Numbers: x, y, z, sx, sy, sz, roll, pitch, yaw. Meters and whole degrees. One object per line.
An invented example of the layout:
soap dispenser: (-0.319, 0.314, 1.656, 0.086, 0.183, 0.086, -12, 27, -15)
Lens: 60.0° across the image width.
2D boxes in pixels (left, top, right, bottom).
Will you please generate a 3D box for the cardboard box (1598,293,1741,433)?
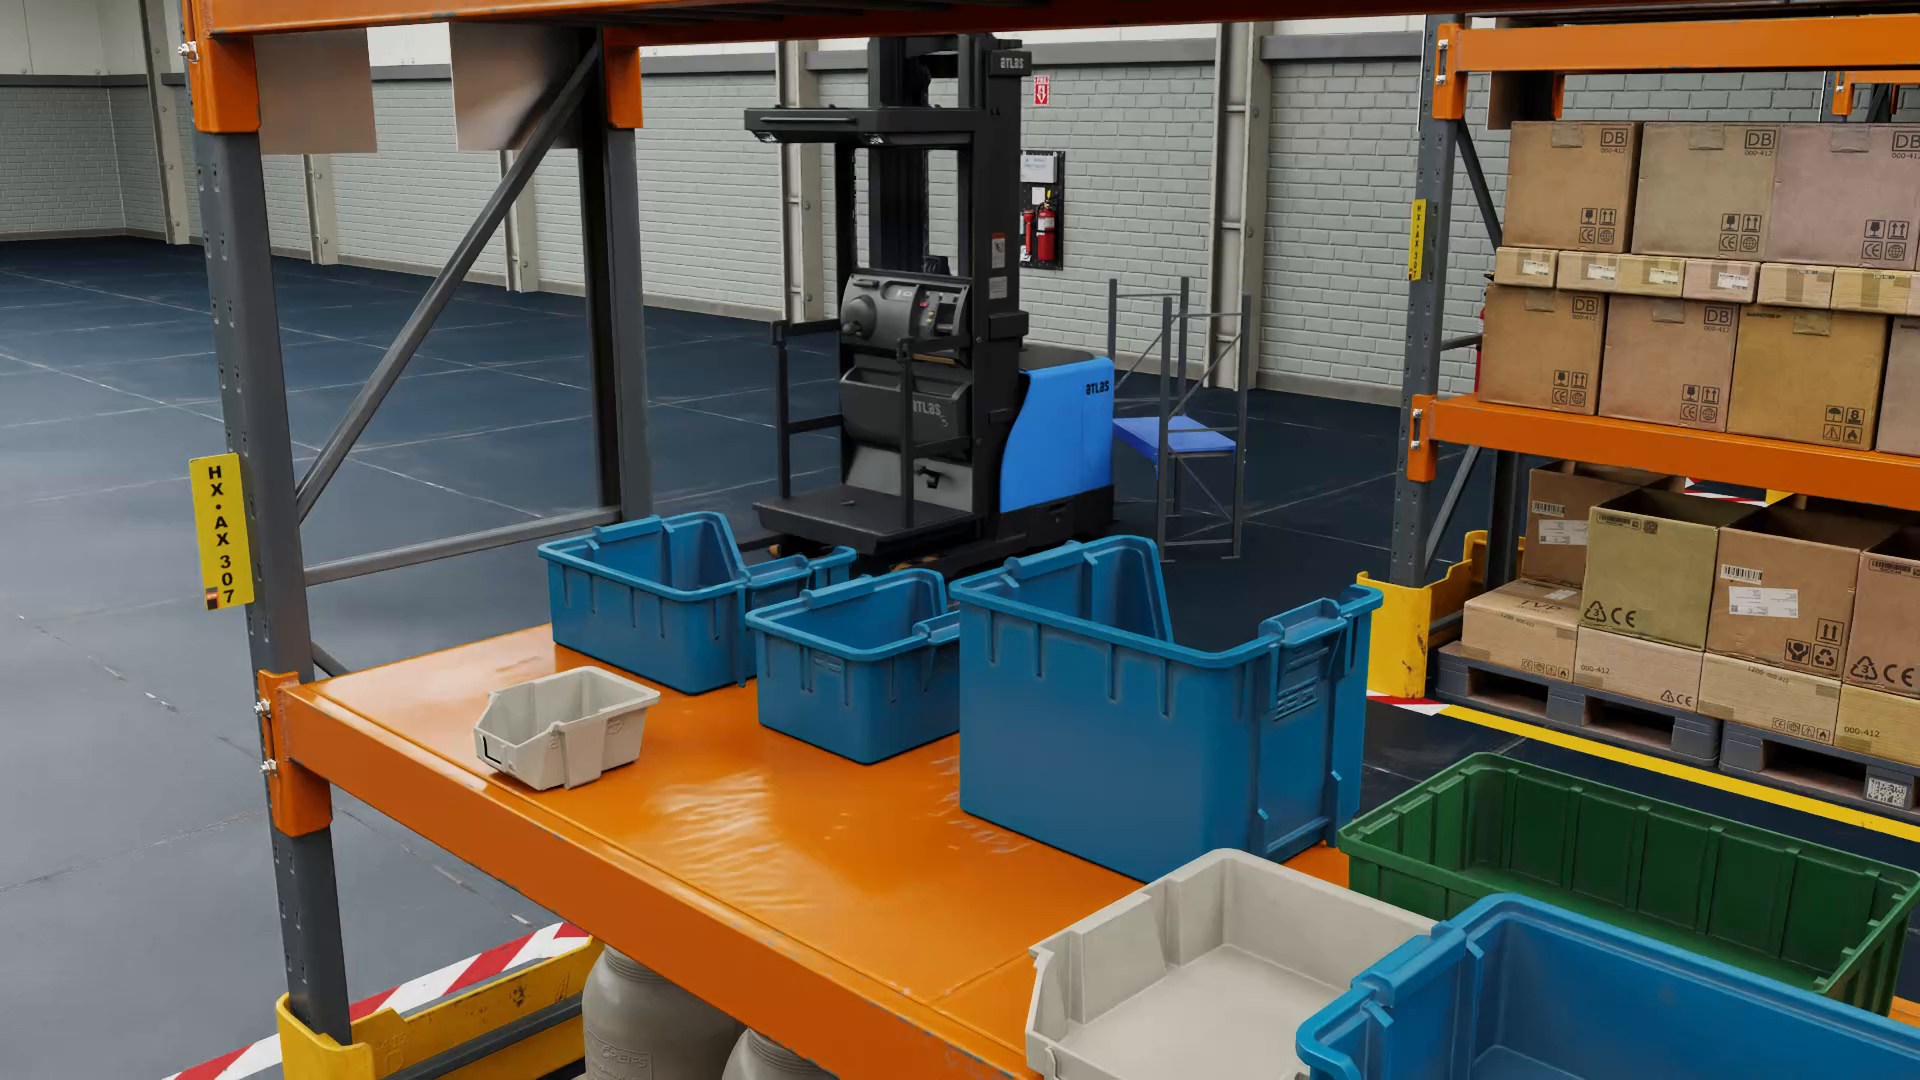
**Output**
cardboard box: (2.983, -0.754, 6.677, 0.700, 0.500, 0.500, -14, 20, -43)

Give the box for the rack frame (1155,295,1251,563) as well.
rack frame: (1.356, -0.611, 9.303, 0.500, 1.500, 0.032, -3, 15, -11)

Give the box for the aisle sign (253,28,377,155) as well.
aisle sign: (-1.422, -1.199, 3.430, 0.004, 0.787, 0.394, 14, 20, 42)

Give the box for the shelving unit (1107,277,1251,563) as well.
shelving unit: (1.252, -0.737, 9.785, 0.538, 1.500, 1.048, -3, 15, -11)

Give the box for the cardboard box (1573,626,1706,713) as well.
cardboard box: (2.868, 0.468, 6.807, 0.500, 0.250, 0.500, 14, 20, 42)

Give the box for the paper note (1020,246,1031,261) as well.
paper note: (0.663, -2.921, 16.942, 0.142, 0.148, 0.016, 14, 20, 42)

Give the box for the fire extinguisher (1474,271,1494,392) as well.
fire extinguisher: (2.511, -0.948, 7.774, 0.183, 0.674, 0.296, 14, 20, 42)

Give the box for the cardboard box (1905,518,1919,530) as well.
cardboard box: (3.956, 0.184, 6.409, 0.500, 0.500, 0.500, 14, 20, 42)

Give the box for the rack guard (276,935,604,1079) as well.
rack guard: (-1.079, 1.233, 4.210, 0.348, 0.500, 1.175, 14, 20, 42)

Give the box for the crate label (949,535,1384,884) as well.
crate label: (0.346, 0.274, 2.861, 0.616, 0.435, 0.502, 14, 20, 42)

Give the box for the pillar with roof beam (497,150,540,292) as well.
pillar with roof beam: (-9.132, -7.086, 19.282, 0.400, 9.000, 9.100, 14, 20, 42)

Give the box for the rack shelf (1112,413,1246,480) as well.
rack shelf: (1.252, -0.563, 9.830, 0.538, 0.185, 1.000, -3, 15, -11)

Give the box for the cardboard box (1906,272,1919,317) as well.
cardboard box: (3.513, -0.866, 5.820, 0.250, 0.149, 0.380, 14, 20, 43)

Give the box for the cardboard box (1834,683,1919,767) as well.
cardboard box: (3.584, 0.644, 6.131, 0.500, 0.250, 0.500, 14, 20, 42)

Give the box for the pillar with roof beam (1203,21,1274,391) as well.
pillar with roof beam: (-0.493, -4.986, 11.222, 0.400, 9.000, 9.100, 14, 20, 42)

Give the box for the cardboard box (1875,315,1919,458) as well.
cardboard box: (3.718, -0.574, 5.988, 0.700, 0.500, 0.500, -14, 20, -43)

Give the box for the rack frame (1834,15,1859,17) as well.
rack frame: (5.710, -4.683, 10.058, 0.127, 3.000, 1.000, 14, 20, 42)

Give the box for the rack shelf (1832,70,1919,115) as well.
rack shelf: (7.150, -2.533, 9.184, 4.000, 0.370, 1.077, 14, 20, 42)

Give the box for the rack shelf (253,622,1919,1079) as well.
rack shelf: (0.273, 0.716, 2.661, 4.000, 0.370, 1.077, 14, 20, 42)

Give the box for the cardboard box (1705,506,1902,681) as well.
cardboard box: (3.236, 0.191, 6.384, 0.500, 0.500, 0.500, 14, 20, 42)

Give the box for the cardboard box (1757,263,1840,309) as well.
cardboard box: (3.151, -0.954, 6.161, 0.250, 0.149, 0.380, 13, 19, 40)

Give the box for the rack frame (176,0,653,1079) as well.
rack frame: (-1.167, 0.018, 3.913, 0.127, 3.000, 1.000, 14, 20, 42)

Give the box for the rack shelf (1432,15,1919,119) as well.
rack shelf: (3.714, -1.634, 5.731, 4.000, 0.370, 1.077, 14, 20, 42)

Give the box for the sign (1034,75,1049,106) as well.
sign: (0.806, -4.445, 16.446, 0.199, 0.298, 0.001, 14, 20, 42)

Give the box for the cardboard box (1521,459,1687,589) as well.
cardboard box: (2.867, -0.076, 7.408, 0.500, 0.500, 0.500, 14, 20, 42)

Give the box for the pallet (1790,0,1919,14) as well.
pallet: (3.648, -1.947, 5.682, 1.213, 0.211, 1.003, 14, 20, 42)

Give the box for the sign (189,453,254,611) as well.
sign: (-1.552, -0.017, 3.498, 0.005, 0.325, 0.100, 14, 20, 42)

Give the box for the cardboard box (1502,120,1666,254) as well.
cardboard box: (2.639, -1.463, 6.827, 0.500, 0.500, 0.700, 14, 20, 42)

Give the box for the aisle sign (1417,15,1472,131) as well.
aisle sign: (2.014, -2.094, 6.864, 0.004, 0.787, 0.394, 14, 20, 42)

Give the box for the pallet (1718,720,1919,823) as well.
pallet: (3.728, 0.809, 6.409, 1.213, 0.211, 1.003, 14, 20, 42)

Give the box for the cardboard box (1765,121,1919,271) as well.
cardboard box: (3.385, -1.284, 6.140, 0.500, 0.500, 0.700, 14, 20, 42)

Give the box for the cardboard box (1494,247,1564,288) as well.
cardboard box: (2.407, -1.135, 6.853, 0.250, 0.149, 0.380, 13, 20, 42)

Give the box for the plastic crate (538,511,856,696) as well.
plastic crate: (-0.599, 0.123, 3.804, 0.616, 0.251, 0.499, 14, 20, 42)

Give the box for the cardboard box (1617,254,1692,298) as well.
cardboard box: (2.778, -1.045, 6.509, 0.250, 0.149, 0.380, 14, 20, 42)

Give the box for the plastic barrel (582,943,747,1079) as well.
plastic barrel: (-0.640, 1.120, 3.785, 0.421, 0.512, 0.421, 0, 15, 0)

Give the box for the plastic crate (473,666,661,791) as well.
plastic crate: (-0.746, 0.361, 3.121, 0.250, 0.136, 0.298, 14, 20, 42)

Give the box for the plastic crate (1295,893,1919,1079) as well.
plastic crate: (0.728, 0.646, 1.800, 0.616, 0.251, 0.499, 14, 20, 42)

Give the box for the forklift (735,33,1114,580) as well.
forklift: (-0.453, -1.273, 9.004, 1.130, 2.935, 3.031, 13, 20, 42)
